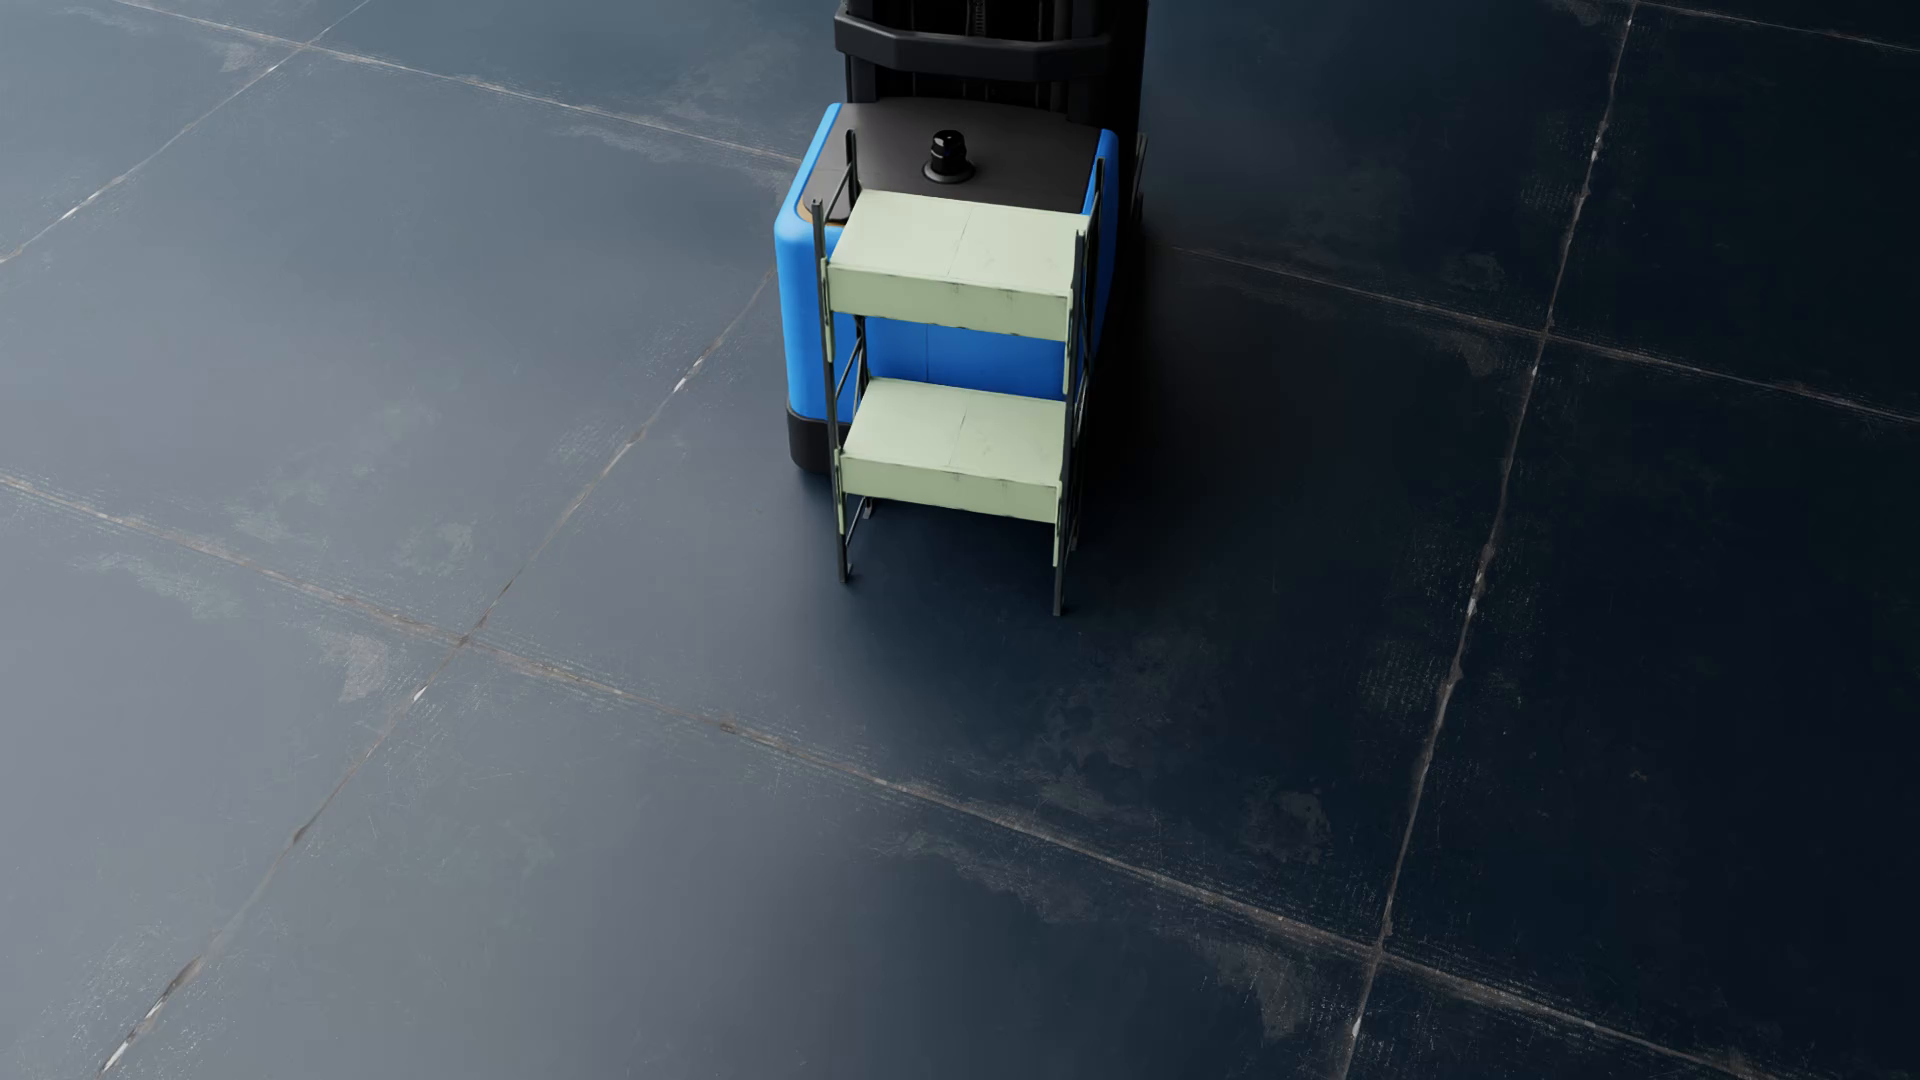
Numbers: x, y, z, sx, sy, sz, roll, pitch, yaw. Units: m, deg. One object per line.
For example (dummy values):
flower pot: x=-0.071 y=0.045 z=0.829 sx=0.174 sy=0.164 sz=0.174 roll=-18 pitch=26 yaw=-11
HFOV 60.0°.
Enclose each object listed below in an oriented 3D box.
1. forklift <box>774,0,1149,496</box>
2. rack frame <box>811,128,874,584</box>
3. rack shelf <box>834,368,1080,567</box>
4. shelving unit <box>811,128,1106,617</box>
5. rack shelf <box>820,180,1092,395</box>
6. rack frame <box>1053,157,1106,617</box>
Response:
forklift: x=0.166 y=-2.226 z=5.909 sx=1.130 sy=2.935 sz=3.031 roll=7 pitch=45 yaw=7
rack frame: x=-0.355 y=-0.524 z=5.213 sx=0.023 sy=1.500 sz=0.400 roll=9 pitch=45 yaw=8
rack shelf: x=0.003 y=-0.239 z=5.389 sx=0.720 sy=0.370 sz=0.431 roll=9 pitch=45 yaw=8
shelving unit: x=0.003 y=-0.470 z=5.159 sx=0.755 sy=1.500 sz=0.431 roll=9 pitch=45 yaw=8
rack shelf: x=0.003 y=-0.747 z=4.884 sx=0.720 sy=0.370 sz=0.431 roll=9 pitch=45 yaw=8
rack frame: x=0.361 y=-0.416 z=5.105 sx=0.023 sy=1.500 sz=0.400 roll=9 pitch=45 yaw=8
